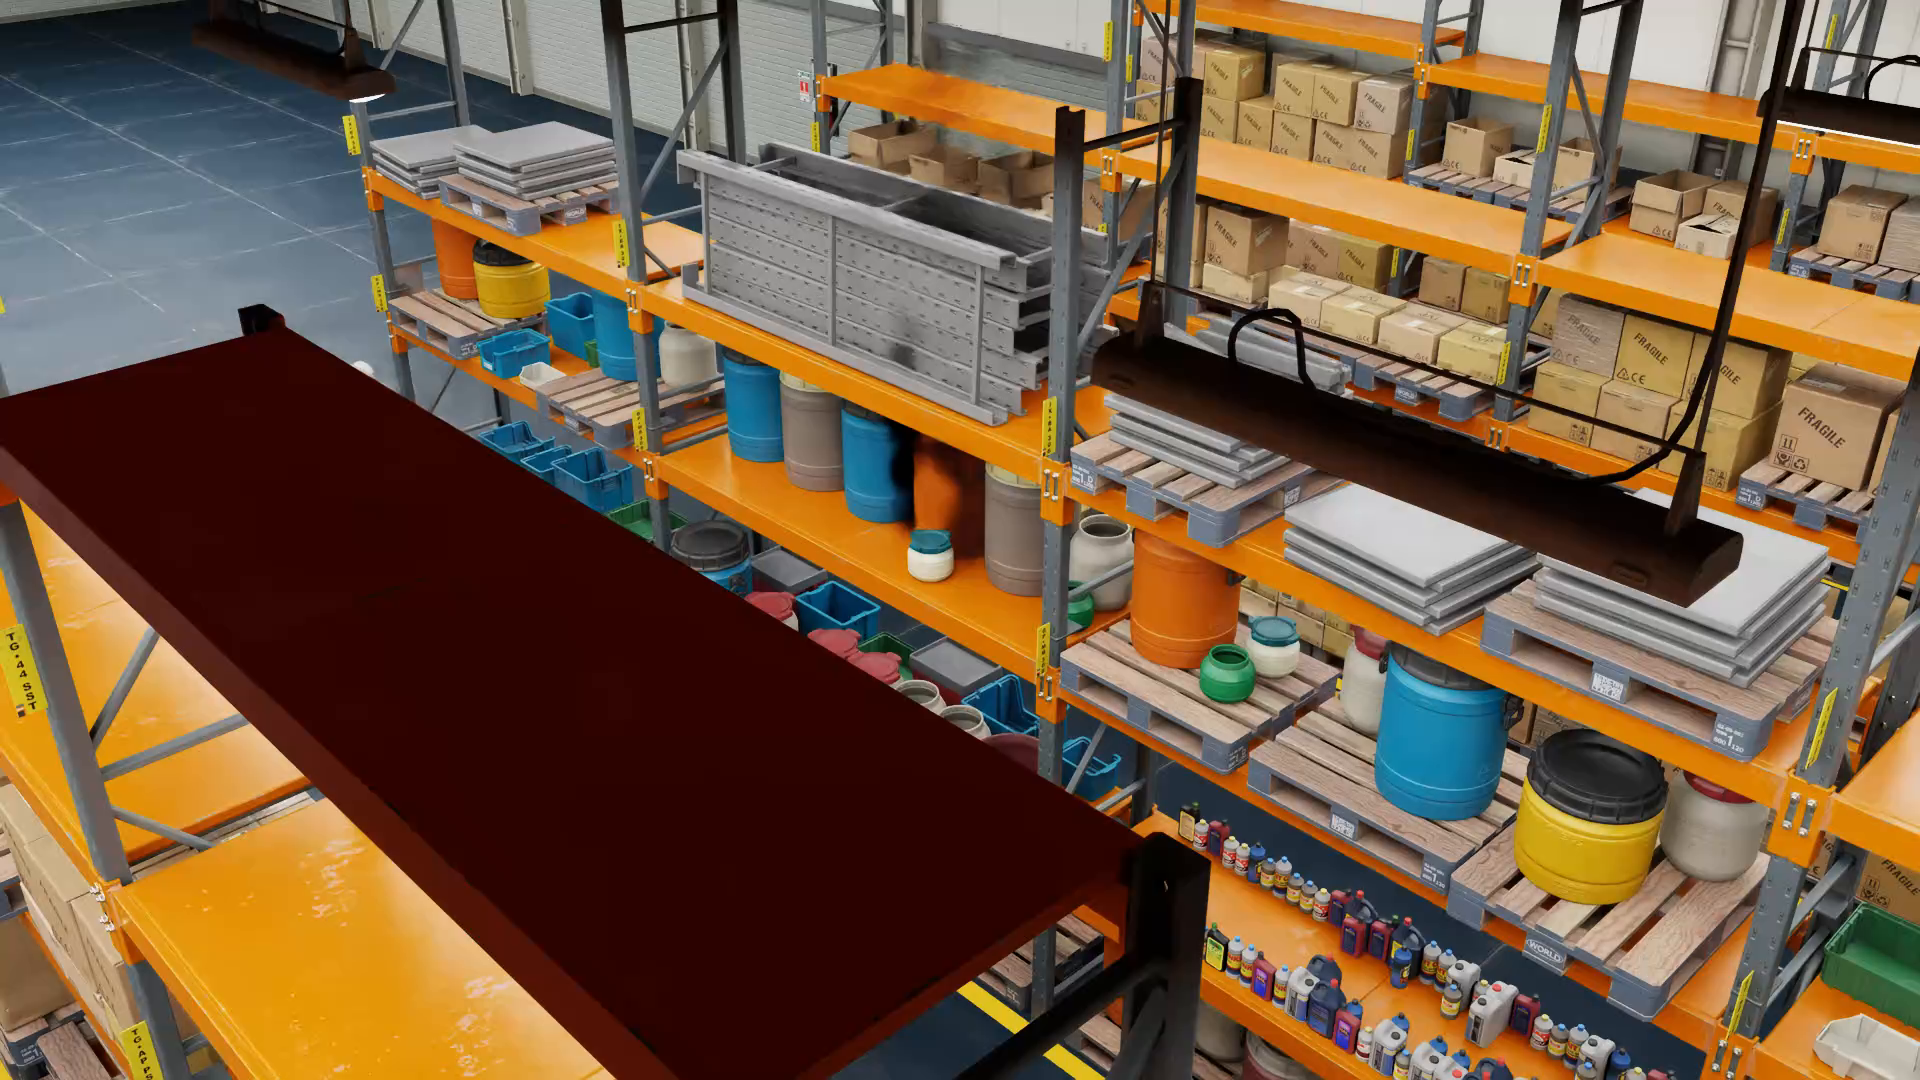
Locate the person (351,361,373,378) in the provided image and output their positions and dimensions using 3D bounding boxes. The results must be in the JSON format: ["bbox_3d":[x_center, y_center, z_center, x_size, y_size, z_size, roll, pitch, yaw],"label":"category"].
[{"bbox_3d":[-5.939,-0.984,16.868,0.662,1.744,0.685,-1,28,-1],"label":"person"}]
